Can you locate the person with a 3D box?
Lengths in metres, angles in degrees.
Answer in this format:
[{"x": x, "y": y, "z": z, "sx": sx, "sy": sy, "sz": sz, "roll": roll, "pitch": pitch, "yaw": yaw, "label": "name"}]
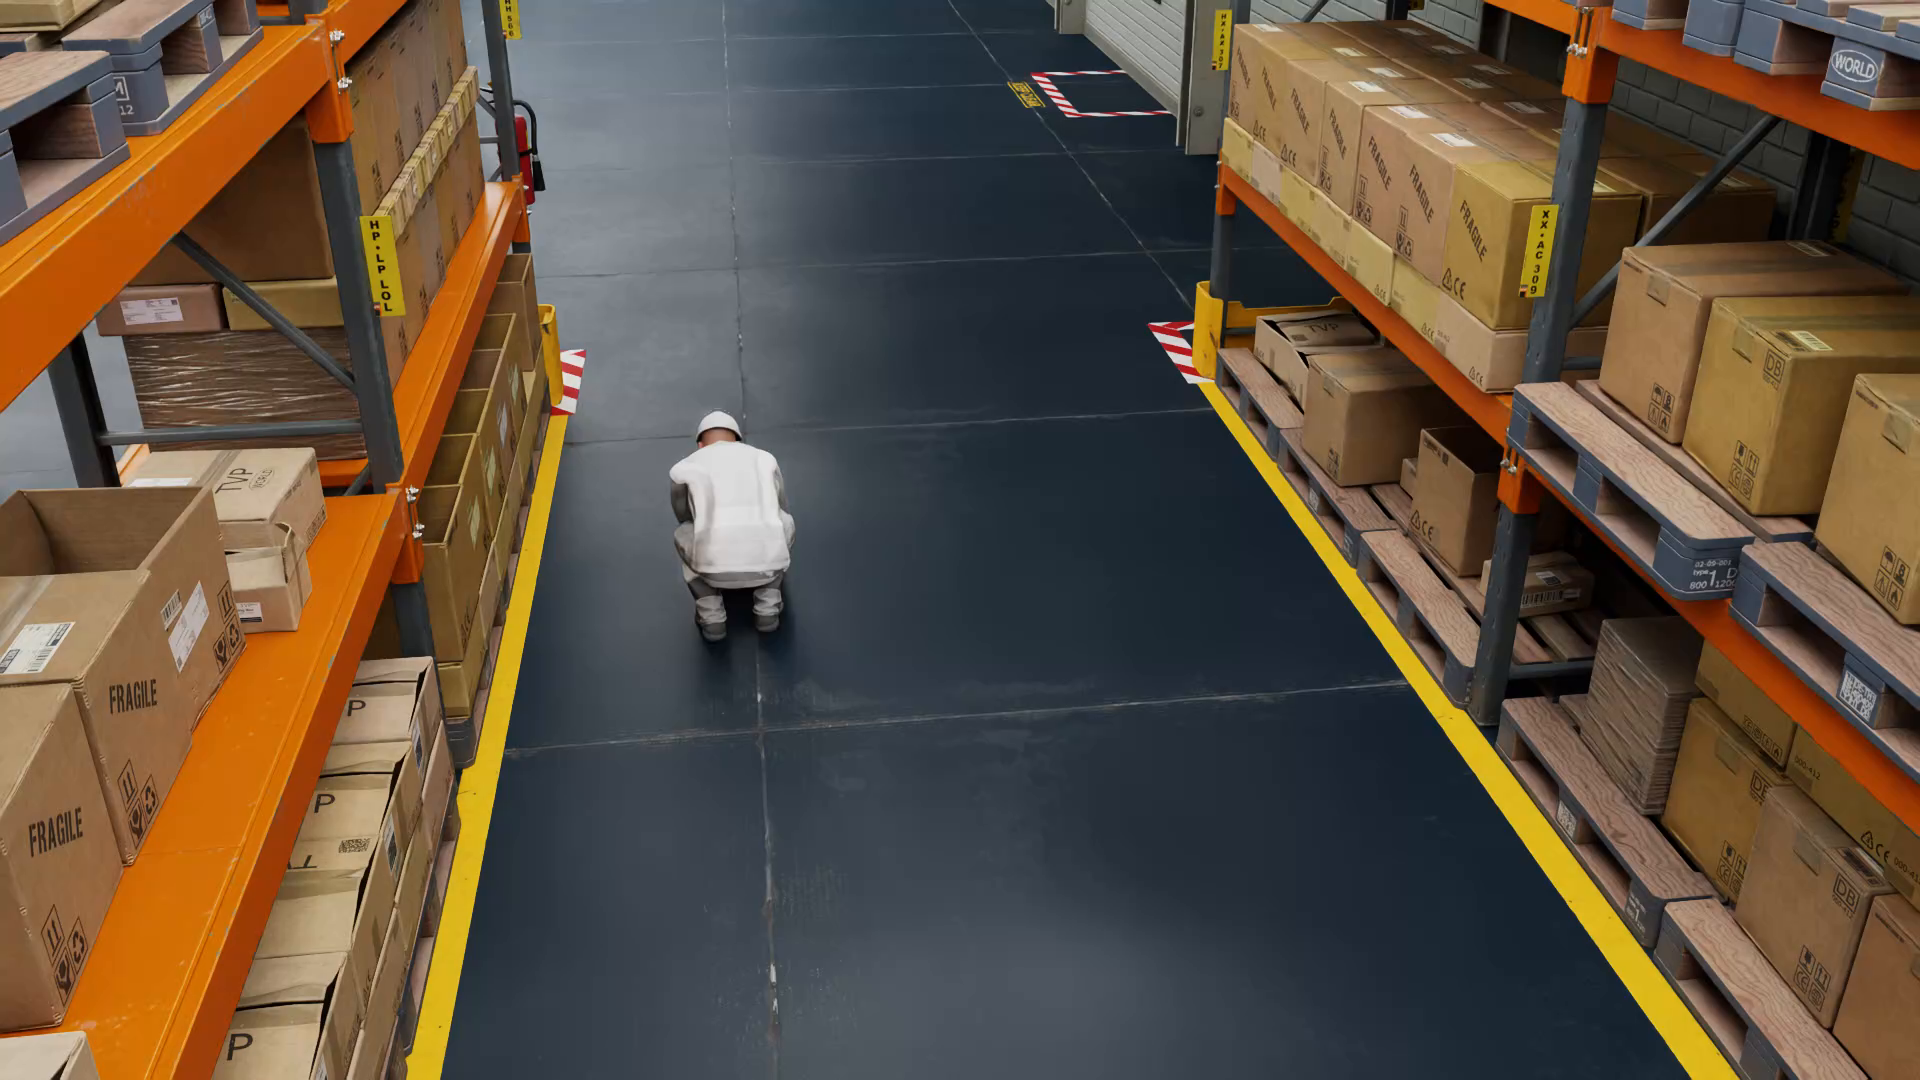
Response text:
[{"x": -0.990, "y": -0.024, "z": 7.299, "sx": 0.535, "sy": 0.876, "sz": 0.910, "roll": -4, "pitch": 27, "yaw": -7, "label": "person"}]
